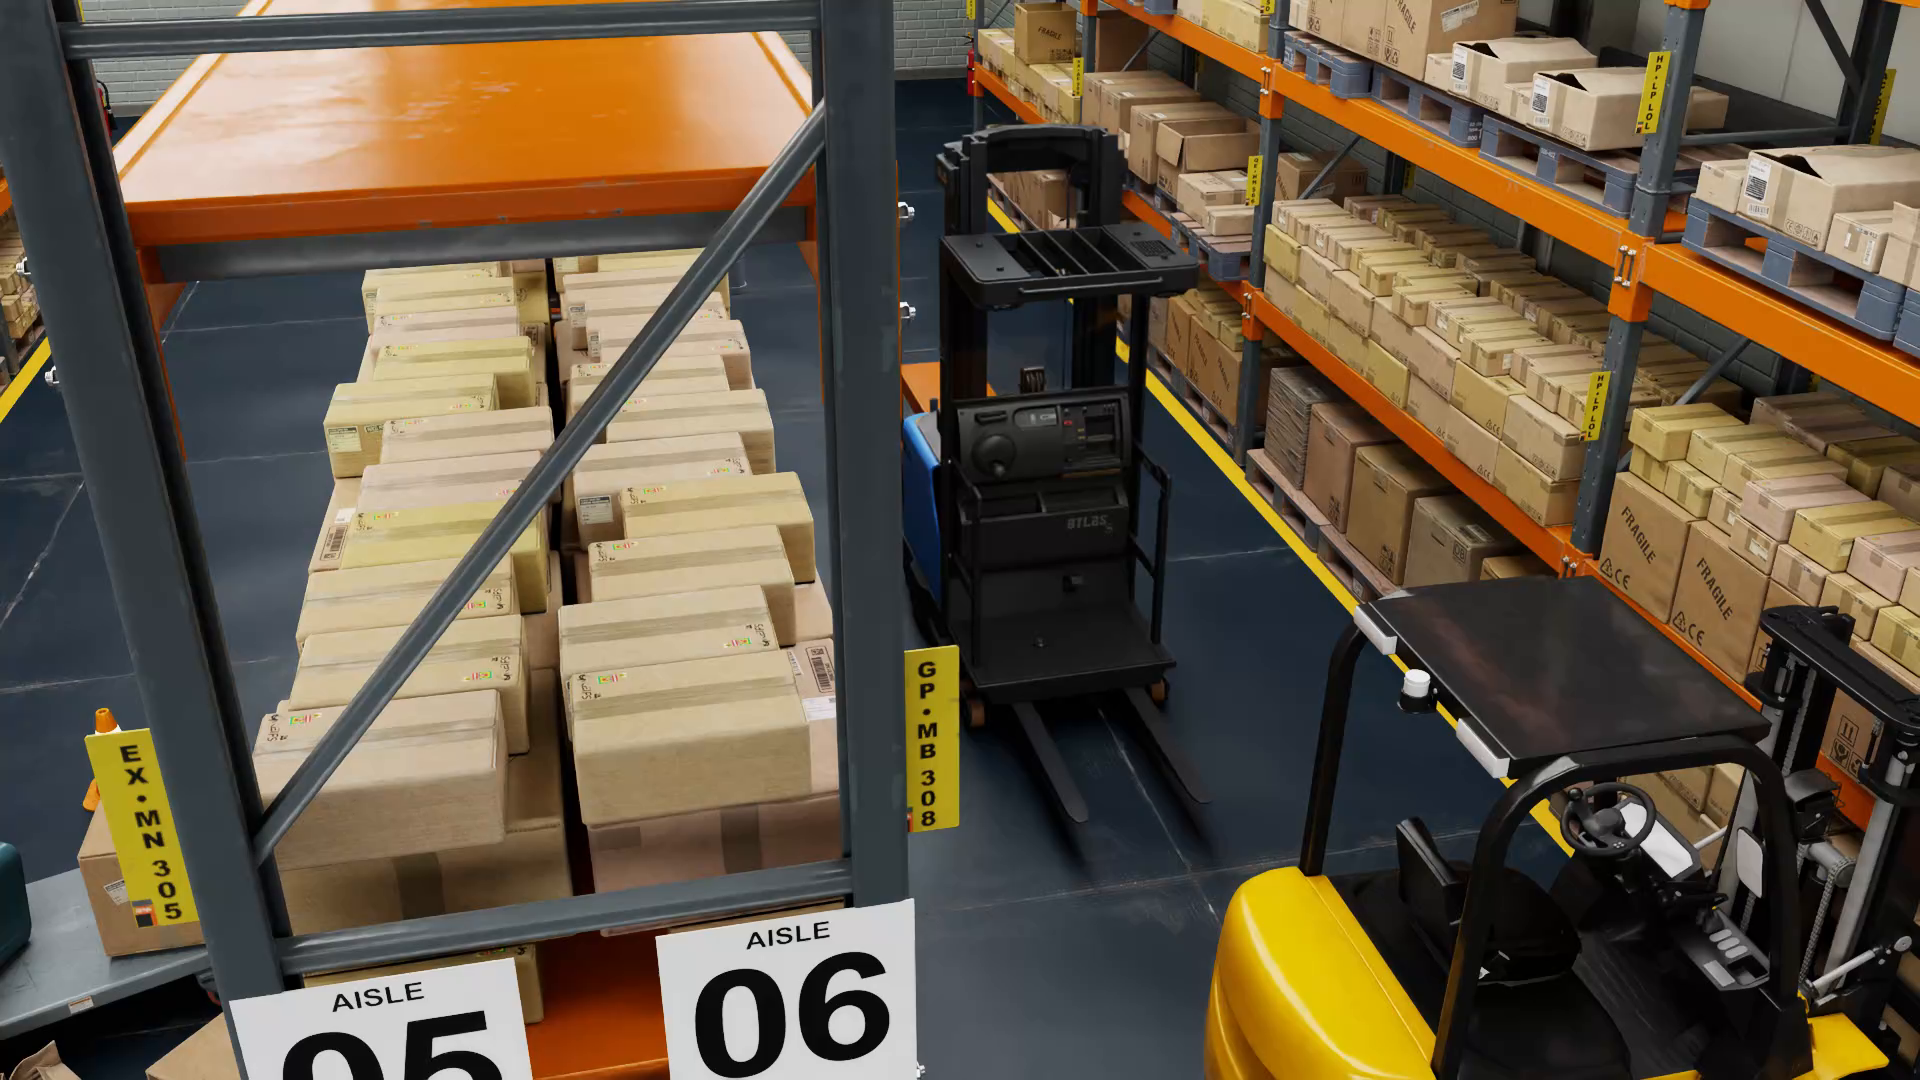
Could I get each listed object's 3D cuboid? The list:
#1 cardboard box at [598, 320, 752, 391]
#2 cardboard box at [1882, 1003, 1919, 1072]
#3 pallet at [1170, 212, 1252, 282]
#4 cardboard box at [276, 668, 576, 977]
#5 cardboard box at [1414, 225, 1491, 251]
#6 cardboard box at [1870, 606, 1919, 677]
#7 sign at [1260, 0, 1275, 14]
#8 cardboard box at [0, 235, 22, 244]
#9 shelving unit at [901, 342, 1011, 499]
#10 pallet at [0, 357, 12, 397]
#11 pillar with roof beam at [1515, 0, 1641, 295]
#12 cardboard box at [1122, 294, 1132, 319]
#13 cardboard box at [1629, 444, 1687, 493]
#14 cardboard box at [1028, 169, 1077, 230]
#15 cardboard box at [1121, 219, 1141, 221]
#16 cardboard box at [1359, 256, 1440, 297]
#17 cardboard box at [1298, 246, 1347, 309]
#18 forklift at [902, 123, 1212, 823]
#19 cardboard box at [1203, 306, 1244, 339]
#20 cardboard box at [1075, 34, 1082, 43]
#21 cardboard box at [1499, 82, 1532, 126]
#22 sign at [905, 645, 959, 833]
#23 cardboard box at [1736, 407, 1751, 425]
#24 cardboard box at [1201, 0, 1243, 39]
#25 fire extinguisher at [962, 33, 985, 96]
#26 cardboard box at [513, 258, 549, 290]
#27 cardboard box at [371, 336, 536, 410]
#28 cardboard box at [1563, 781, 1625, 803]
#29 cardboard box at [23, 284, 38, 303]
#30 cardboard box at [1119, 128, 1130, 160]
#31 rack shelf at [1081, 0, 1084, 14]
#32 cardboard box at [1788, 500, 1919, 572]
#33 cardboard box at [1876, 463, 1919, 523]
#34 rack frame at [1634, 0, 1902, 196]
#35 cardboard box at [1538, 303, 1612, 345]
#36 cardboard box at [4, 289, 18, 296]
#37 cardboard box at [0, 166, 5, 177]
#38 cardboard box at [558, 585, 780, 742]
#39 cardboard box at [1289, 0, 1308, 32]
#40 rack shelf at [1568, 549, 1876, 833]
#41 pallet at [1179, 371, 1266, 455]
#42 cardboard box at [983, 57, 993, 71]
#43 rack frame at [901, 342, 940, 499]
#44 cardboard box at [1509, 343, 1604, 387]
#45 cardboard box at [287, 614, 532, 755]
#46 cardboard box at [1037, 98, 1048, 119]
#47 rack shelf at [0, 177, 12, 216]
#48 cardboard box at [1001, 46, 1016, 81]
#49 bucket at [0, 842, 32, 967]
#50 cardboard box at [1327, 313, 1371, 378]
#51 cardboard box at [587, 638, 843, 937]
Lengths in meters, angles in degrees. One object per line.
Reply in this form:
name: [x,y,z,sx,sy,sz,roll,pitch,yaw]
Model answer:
cardboard box: [-0.754,-0.461,4.399,0.380,0.149,0.250,-6,27,-11]
cardboard box: [3.603,1.774,5.938,0.500,0.250,0.500,-7,28,-13]
pallet: [2.232,-2.132,11.858,1.213,0.211,1.003,-6,27,-12]
cardboard box: [-0.957,0.488,2.962,0.500,0.250,0.500,-6,27,-12]
cardboard box: [3.014,-1.815,10.187,0.380,0.149,0.250,-6,28,-13]
cardboard box: [3.499,0.342,5.913,0.380,0.149,0.250,-7,28,-13]
sign: [1.924,-3.443,10.340,0.100,0.325,0.005,-6,27,-12]
cardboard box: [-8.269,-2.560,14.530,0.380,0.149,0.250,-7,28,-14]
shelving unit: [-0.059,-0.589,10.669,0.538,1.125,1.048,-6,27,-12]
pallet: [-7.906,-1.044,12.585,1.003,0.211,1.213,-6,27,-12]
pillar with roof beam: [-0.569,-3.688,8.069,9.100,9.000,0.400,-6,27,-12]
cardboard box: [1.679,-2.068,13.825,0.500,0.500,0.500,-7,28,-13]
cardboard box: [3.170,-0.339,7.262,0.380,0.149,0.250,-6,27,-12]
cardboard box: [1.085,-3.398,16.461,0.700,0.500,0.500,-7,28,-14]
cardboard box: [1.511,-2.746,14.450,0.380,0.149,0.250,-7,28,-13]
cardboard box: [2.539,-1.526,9.614,0.380,0.149,0.250,-5,27,-11]
cardboard box: [2.427,-1.644,10.290,0.500,0.250,0.500,-5,27,-10]
forklift: [0.496,-0.504,8.496,1.130,2.935,3.031,-6,27,-12]
cardboard box: [2.004,-1.596,12.172,0.380,0.149,0.250,-7,28,-14]
cardboard box: [1.128,-5.104,17.369,0.500,0.250,0.500,-6,27,-11]
cardboard box: [2.811,-2.082,7.920,0.380,0.149,0.250,-6,27,-12]
sign: [-0.050,0.306,2.516,0.100,0.325,0.005,-6,27,-12]
cardboard box: [3.490,-0.576,8.175,0.500,0.250,0.500,-6,27,-12]
cardboard box: [1.987,-3.621,11.432,0.500,0.250,0.500,-6,27,-11]
fire extinguisher: [0.167,-5.256,18.334,0.296,0.674,0.183,-6,27,-12]
cardboard box: [-1.648,-0.850,5.612,0.500,0.250,0.500,-7,28,-13]
cardboard box: [-1.297,-0.403,4.285,0.380,0.149,0.250,-5,27,-11]
cardboard box: [3.141,1.115,7.798,0.500,0.250,0.500,-6,27,-11]
cardboard box: [-8.125,-2.065,14.210,0.380,0.149,0.250,-7,28,-13]
cardboard box: [1.491,-3.162,13.369,0.396,0.266,0.258,-5,27,-9]
rack shelf: [1.101,-5.579,15.945,1.077,0.370,4.000,-6,27,-12]
cardboard box: [3.393,-0.017,6.294,0.380,0.149,0.250,-6,27,-12]
cardboard box: [3.927,-0.196,6.649,0.380,0.149,0.250,-6,27,-13]
rack frame: [3.355,-2.850,6.409,1.000,3.000,0.127,-6,27,-12]
cardboard box: [3.311,-1.136,8.842,0.380,0.149,0.250,-6,27,-12]
cardboard box: [-7.998,-1.972,13.696,0.380,0.149,0.250,-6,27,-11]
cardboard box: [-8.119,-3.131,13.903,0.380,0.149,0.250,-5,27,-11]
cardboard box: [-0.533,0.222,3.047,0.380,0.149,0.250,-6,27,-12]
cardboard box: [2.236,-3.210,10.135,0.380,0.166,0.250,-6,27,-12]
rack shelf: [3.805,1.028,6.183,1.077,0.370,4.000,-6,27,-12]
pallet: [2.322,-1.014,12.525,1.003,0.211,1.213,-6,27,-12]
cardboard box: [0.457,-5.155,17.913,0.380,0.149,0.250,-6,27,-12]
rack frame: [-0.182,-0.812,11.110,0.500,1.125,0.032,-6,27,-12]
cardboard box: [2.982,-0.857,8.289,0.380,0.149,0.250,-6,27,-12]
cardboard box: [-0.963,0.272,2.948,0.380,0.149,0.250,-5,27,-11]
cardboard box: [0.954,-4.137,15.895,0.380,0.149,0.250,-6,27,-12]
rack shelf: [-8.534,-3.188,14.535,1.077,0.370,4.000,-6,27,-12]
cardboard box: [0.721,-4.835,16.837,0.500,0.250,0.500,-6,27,-13]
bucket: [-4.003,1.490,6.416,0.726,0.611,0.620,3,17,6]
cardboard box: [2.547,-1.194,9.953,0.500,0.250,0.500,-7,28,-13]
cardboard box: [-0.433,0.438,3.062,0.500,0.250,0.500,-6,27,-13]
